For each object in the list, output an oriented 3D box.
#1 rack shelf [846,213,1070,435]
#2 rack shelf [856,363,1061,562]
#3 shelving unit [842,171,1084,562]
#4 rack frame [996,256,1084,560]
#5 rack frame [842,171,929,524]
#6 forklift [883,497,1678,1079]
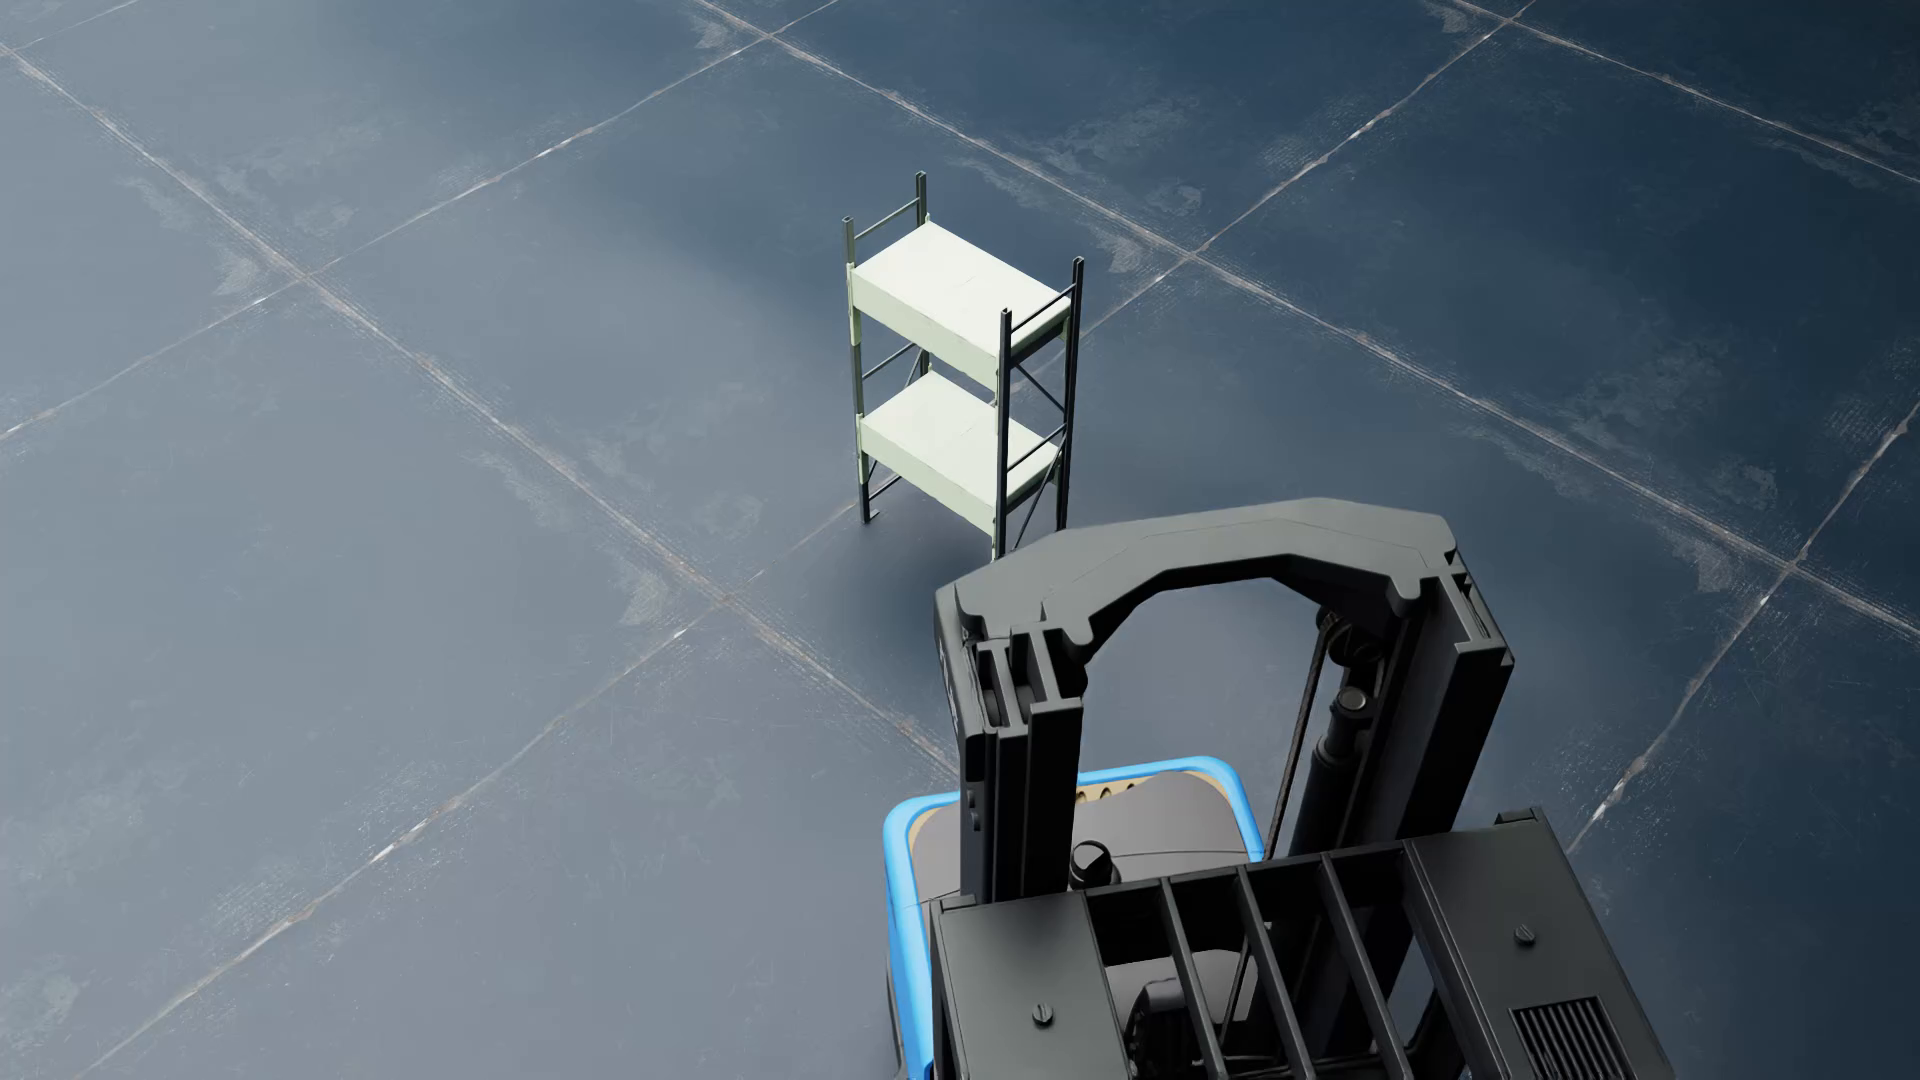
[{"bbox_3d":[0.005,-0.777,5.916,0.720,0.370,0.431,34,55,28],"label":"rack shelf"},{"bbox_3d":[0.005,-0.287,6.438,0.720,0.370,0.431,34,55,28],"label":"rack shelf"},{"bbox_3d":[0.005,-0.510,6.200,0.755,1.500,0.431,34,55,28],"label":"shelving unit"},{"bbox_3d":[0.274,-0.329,6.030,0.023,1.500,0.400,34,55,28],"label":"rack frame"},{"bbox_3d":[-0.264,-0.691,6.370,0.023,1.500,0.400,34,55,28],"label":"rack frame"},{"bbox_3d":[0.535,1.455,3.374,1.130,2.935,3.031,-7,47,-7],"label":"forklift"}]
